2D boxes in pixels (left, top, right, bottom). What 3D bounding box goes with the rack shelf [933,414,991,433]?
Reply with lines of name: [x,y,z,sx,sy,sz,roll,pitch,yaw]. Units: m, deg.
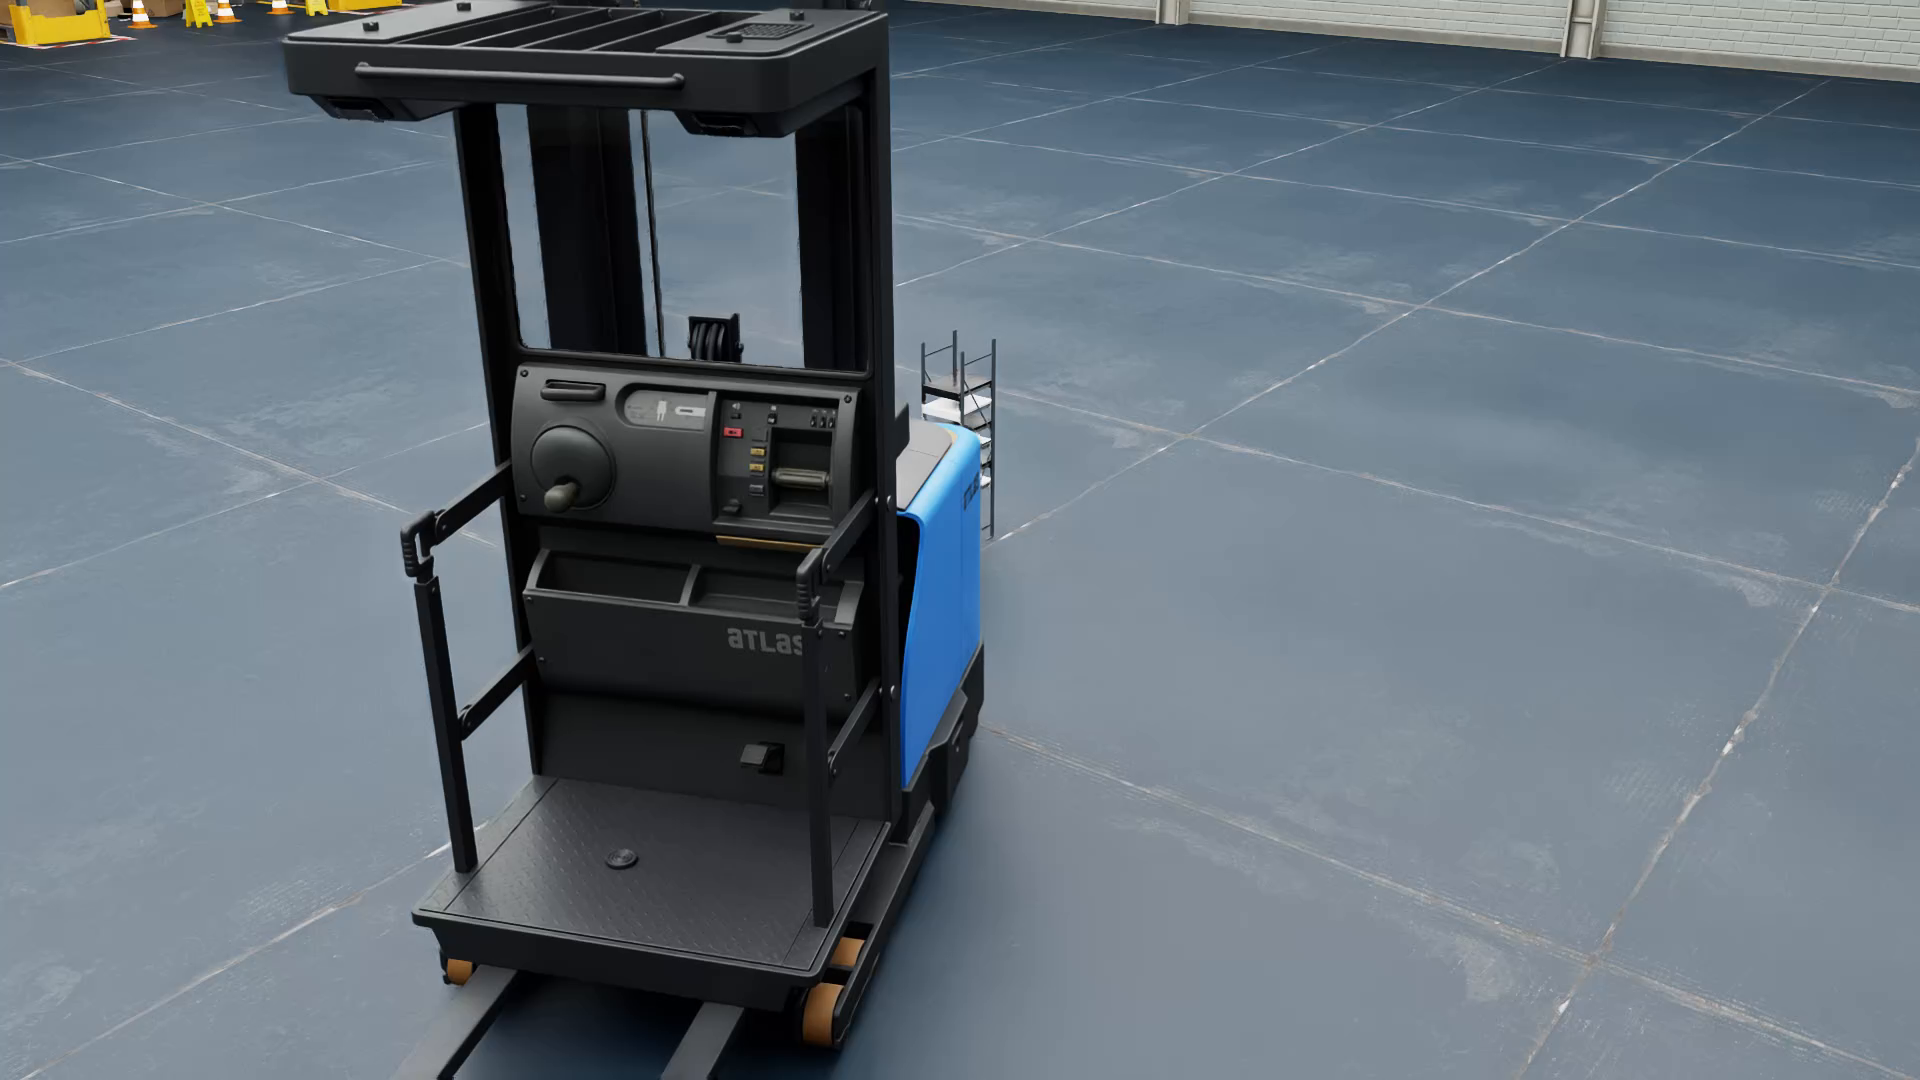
rack shelf: [-0.006,-0.466,7.050,0.200,0.077,0.258,17,29,33]

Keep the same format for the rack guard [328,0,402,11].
rack guard: [-9.481,-8.736,26.458,0.348,0.500,1.175,17,29,33]

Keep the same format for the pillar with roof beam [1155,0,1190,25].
pillar with roof beam: [0.558,-10.378,19.643,0.400,9.000,9.100,17,29,33]

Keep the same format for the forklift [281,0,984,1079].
forklift: [-0.762,-0.204,4.077,1.130,2.935,3.031,6,24,12]

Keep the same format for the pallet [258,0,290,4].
pallet: [-11.082,-9.107,27.658,1.213,0.211,1.003,17,29,33]

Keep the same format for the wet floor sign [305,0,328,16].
wet floor sign: [-9.910,-8.393,25.499,0.267,0.644,0.232,-15,28,-30]

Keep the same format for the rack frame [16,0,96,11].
rack frame: [-12.308,-8.240,22.232,0.127,3.000,1.000,17,29,33]

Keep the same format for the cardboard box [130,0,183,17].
cardboard box: [-12.344,-8.327,25.526,0.637,0.503,0.797,-1,24,-3]

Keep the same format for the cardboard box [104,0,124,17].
cardboard box: [-13.029,-8.135,25.384,0.396,0.266,0.258,-21,31,-39]

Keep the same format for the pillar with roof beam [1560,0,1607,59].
pillar with roof beam: [5.359,-8.927,16.350,0.400,9.000,9.100,17,29,33]

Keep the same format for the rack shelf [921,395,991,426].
rack shelf: [-0.006,-0.548,7.014,0.200,0.077,0.258,17,29,33]

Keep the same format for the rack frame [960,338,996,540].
rack frame: [0.075,-0.389,7.017,0.006,0.900,0.240,17,29,33]

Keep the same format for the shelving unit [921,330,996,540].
shelving unit: [-0.006,-0.414,7.073,0.210,0.900,0.258,17,29,33]

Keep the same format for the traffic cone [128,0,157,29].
traffic cone: [-11.881,-7.666,24.075,0.334,0.463,0.336,17,29,33]

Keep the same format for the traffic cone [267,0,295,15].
traffic cone: [-10.538,-8.389,25.715,0.334,0.463,0.336,17,29,33]

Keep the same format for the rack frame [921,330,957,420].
rack frame: [-0.088,-0.438,7.129,0.006,0.900,0.240,17,29,33]

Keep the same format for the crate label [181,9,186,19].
crate label: [-11.598,-7.969,25.168,0.298,0.136,0.250,3,24,6]

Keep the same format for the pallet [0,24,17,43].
pallet: [-12.995,-7.132,23.176,1.213,0.211,1.003,17,29,33]

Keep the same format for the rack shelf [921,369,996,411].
rack shelf: [-0.006,-0.630,6.978,0.200,0.077,0.258,17,29,33]

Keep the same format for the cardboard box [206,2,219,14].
cardboard box: [-11.680,-8.222,25.727,0.380,0.149,0.250,-10,26,-21]

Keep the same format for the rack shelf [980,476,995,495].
rack shelf: [-0.006,-0.219,7.159,0.200,0.077,0.258,17,29,33]

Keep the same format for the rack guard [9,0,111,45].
rack guard: [-12.289,-7.091,22.723,0.348,0.500,1.175,17,29,33]

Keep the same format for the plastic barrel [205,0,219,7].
plastic barrel: [-11.981,-8.694,26.457,0.512,0.421,0.421,-5,24,-12]

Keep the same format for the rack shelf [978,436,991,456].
rack shelf: [-0.006,-0.383,7.086,0.200,0.077,0.258,17,29,33]

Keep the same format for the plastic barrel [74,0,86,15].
plastic barrel: [-13.681,-8.249,25.448,0.512,0.421,0.421,-5,24,-12]

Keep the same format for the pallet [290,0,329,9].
pallet: [-10.110,-8.812,26.988,1.213,0.211,1.003,17,29,33]

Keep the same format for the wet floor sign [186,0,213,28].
wet floor sign: [-11.097,-7.795,24.141,0.232,0.644,0.267,12,26,24]

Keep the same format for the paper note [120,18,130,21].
paper note: [-12.511,-7.798,24.912,0.144,0.017,0.142,-15,28,-30]

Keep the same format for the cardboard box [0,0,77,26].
cardboard box: [-12.890,-7.603,22.900,0.875,0.875,0.875,17,29,34]

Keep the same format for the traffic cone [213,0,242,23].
traffic cone: [-10.932,-7.948,24.716,0.334,0.463,0.336,17,29,33]

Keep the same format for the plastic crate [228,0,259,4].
plastic crate: [-11.856,-8.849,27.234,0.583,0.080,0.402,7,25,15]

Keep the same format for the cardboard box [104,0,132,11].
cardboard box: [-13.097,-8.613,26.006,0.503,0.637,0.797,17,29,33]

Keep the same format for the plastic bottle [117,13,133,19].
plastic bottle: [-12.659,-7.940,25.195,0.283,0.061,0.133,7,25,15]

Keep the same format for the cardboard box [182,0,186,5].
cardboard box: [-12.580,-8.988,27.027,0.500,0.500,0.500,-5,24,-12]

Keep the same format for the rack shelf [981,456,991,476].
rack shelf: [-0.006,-0.301,7.123,0.200,0.077,0.258,17,29,33]
